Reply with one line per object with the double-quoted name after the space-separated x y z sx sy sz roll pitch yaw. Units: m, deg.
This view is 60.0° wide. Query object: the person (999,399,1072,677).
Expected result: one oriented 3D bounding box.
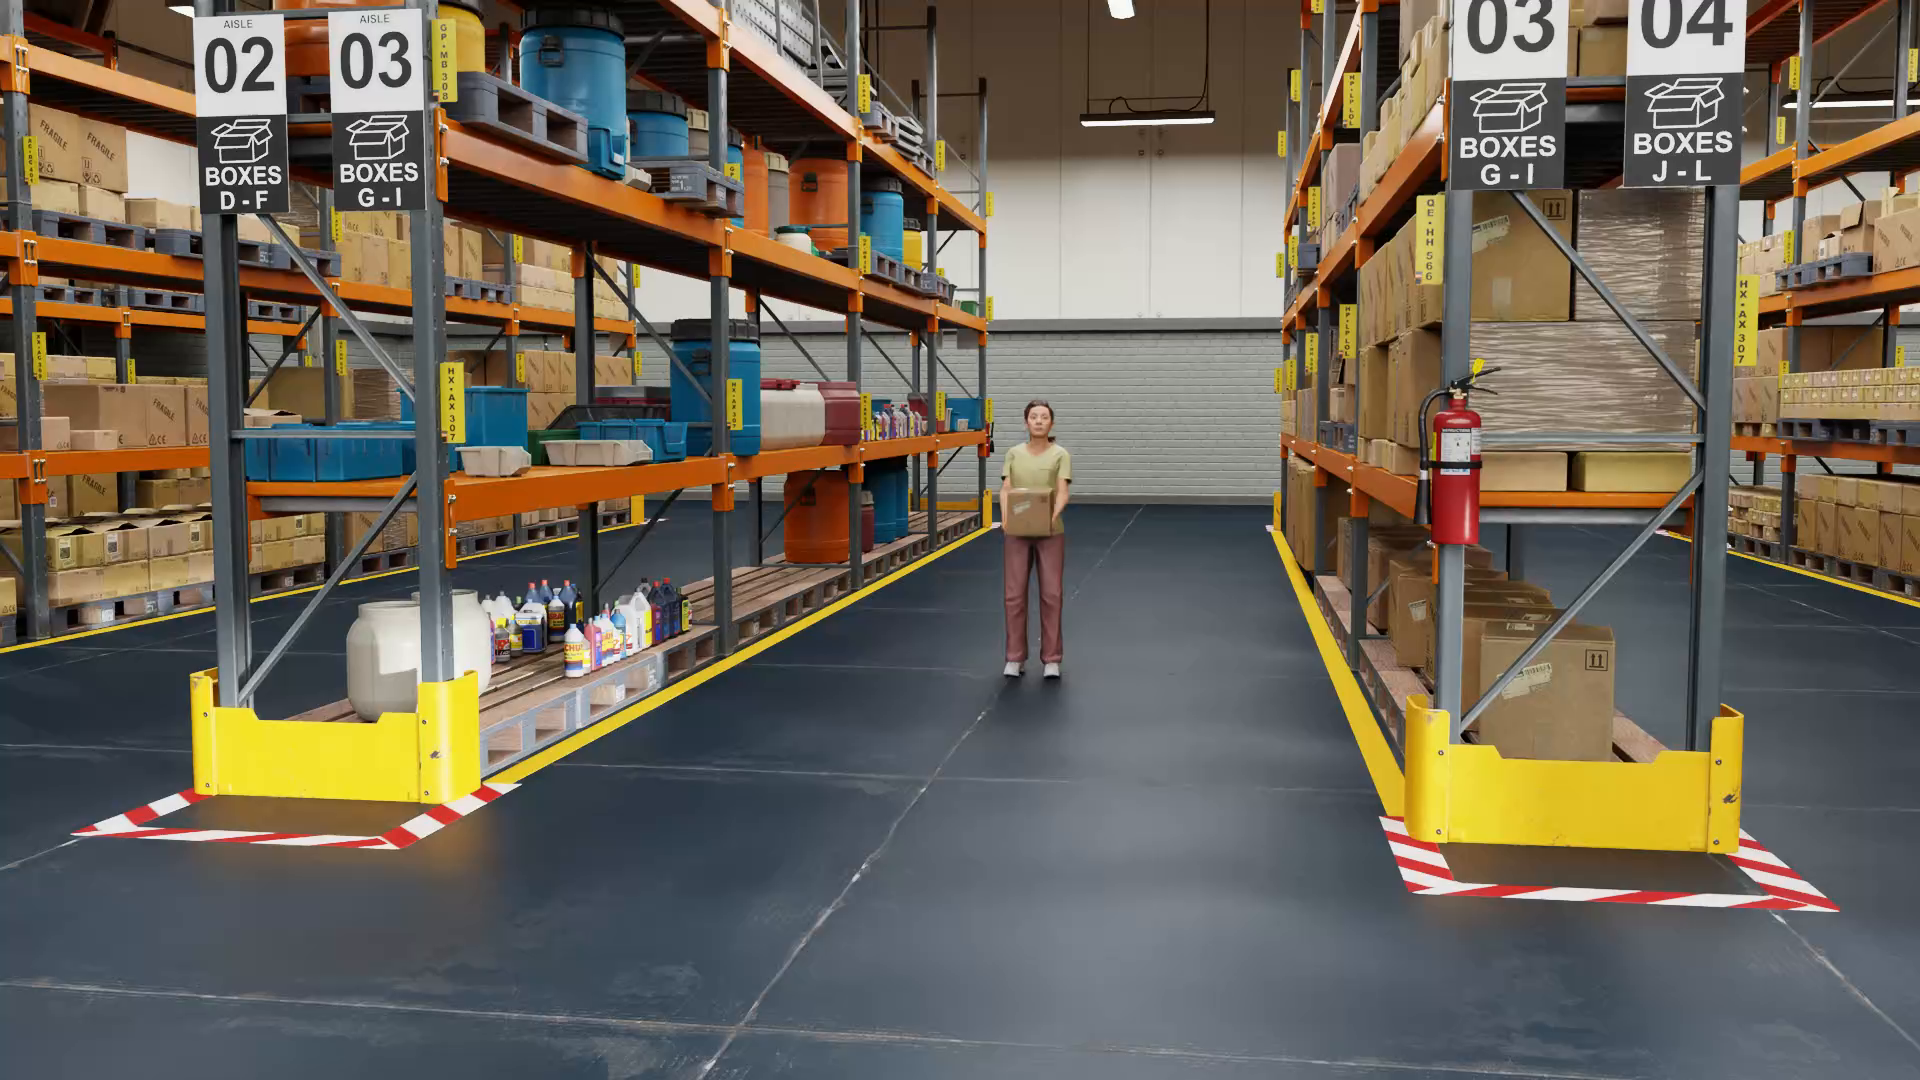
0.449 -0.009 10.000 0.434 1.669 0.548 1 5 11 "person"
